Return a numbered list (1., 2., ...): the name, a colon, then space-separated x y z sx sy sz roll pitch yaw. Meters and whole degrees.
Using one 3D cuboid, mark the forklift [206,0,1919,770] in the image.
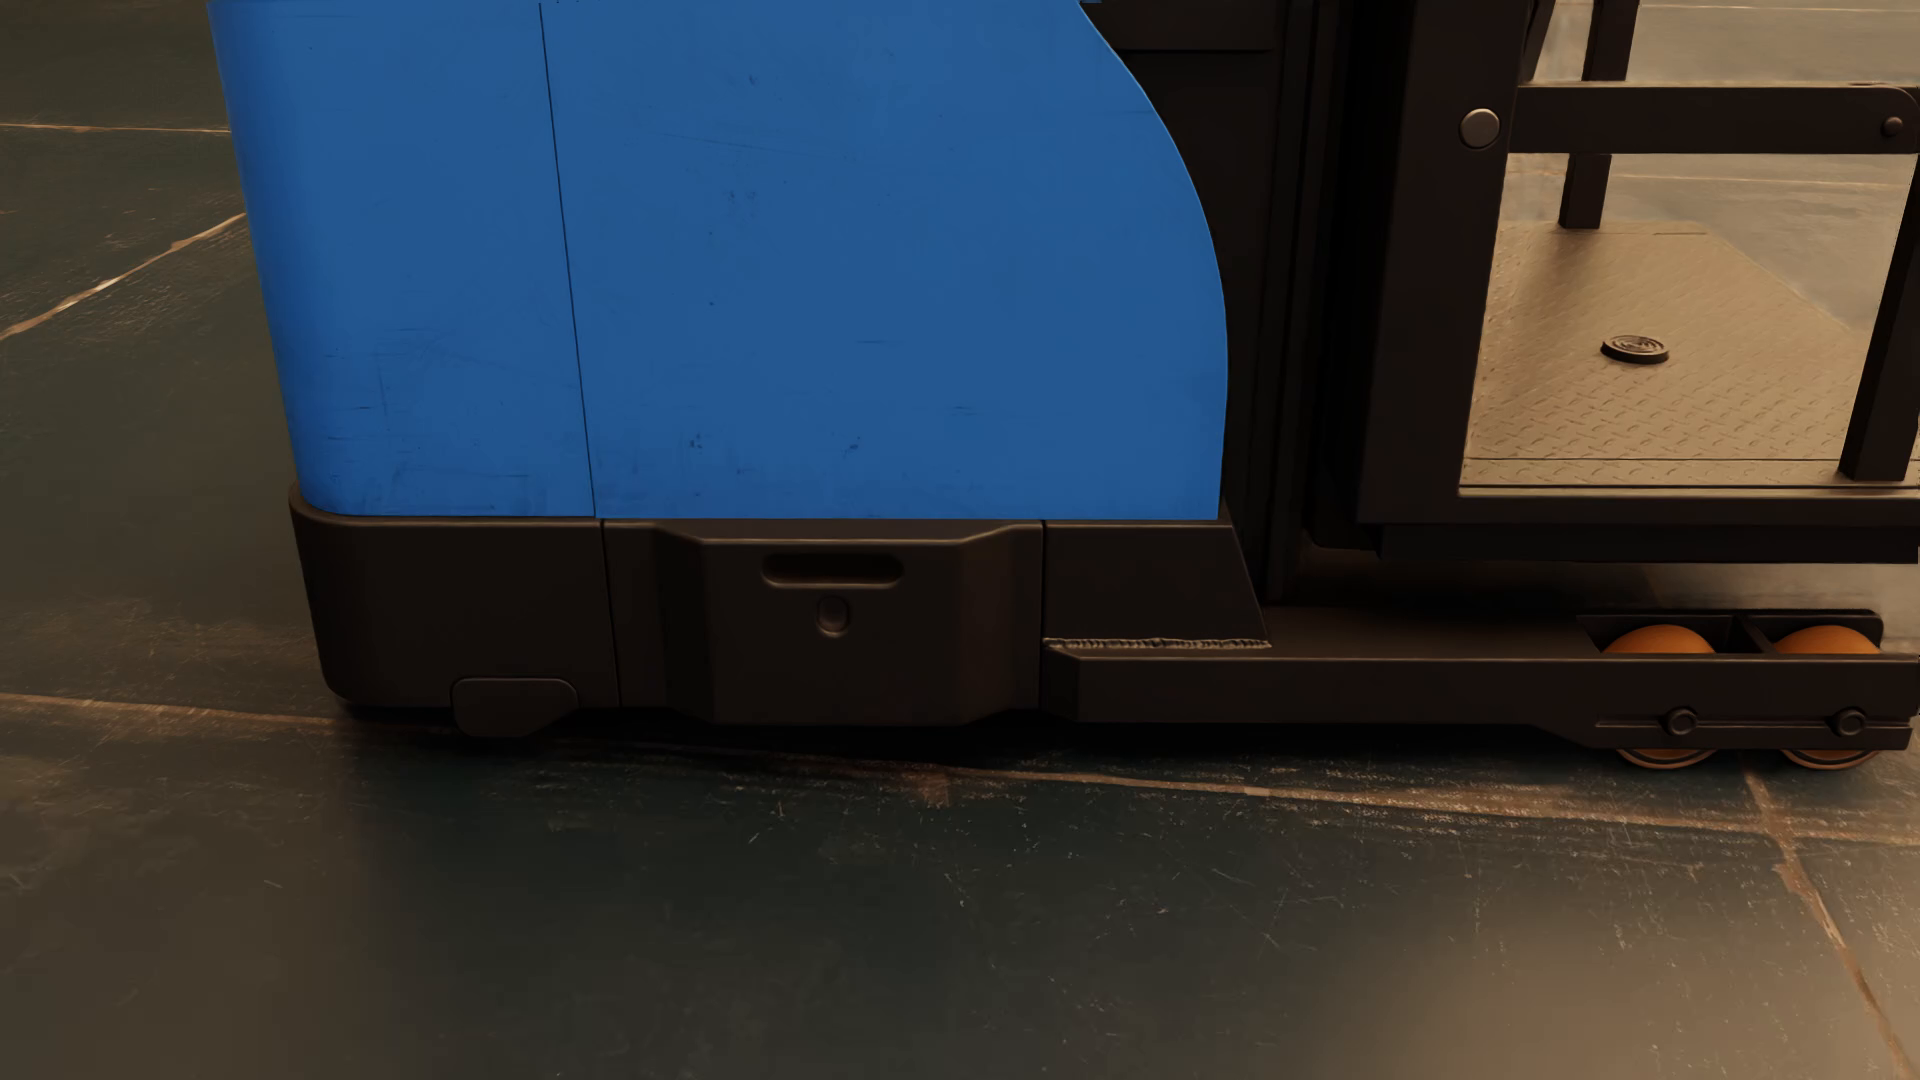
1. forklift: 0.743 -1.281 1.784 3.031 2.935 1.130 0 27 0
